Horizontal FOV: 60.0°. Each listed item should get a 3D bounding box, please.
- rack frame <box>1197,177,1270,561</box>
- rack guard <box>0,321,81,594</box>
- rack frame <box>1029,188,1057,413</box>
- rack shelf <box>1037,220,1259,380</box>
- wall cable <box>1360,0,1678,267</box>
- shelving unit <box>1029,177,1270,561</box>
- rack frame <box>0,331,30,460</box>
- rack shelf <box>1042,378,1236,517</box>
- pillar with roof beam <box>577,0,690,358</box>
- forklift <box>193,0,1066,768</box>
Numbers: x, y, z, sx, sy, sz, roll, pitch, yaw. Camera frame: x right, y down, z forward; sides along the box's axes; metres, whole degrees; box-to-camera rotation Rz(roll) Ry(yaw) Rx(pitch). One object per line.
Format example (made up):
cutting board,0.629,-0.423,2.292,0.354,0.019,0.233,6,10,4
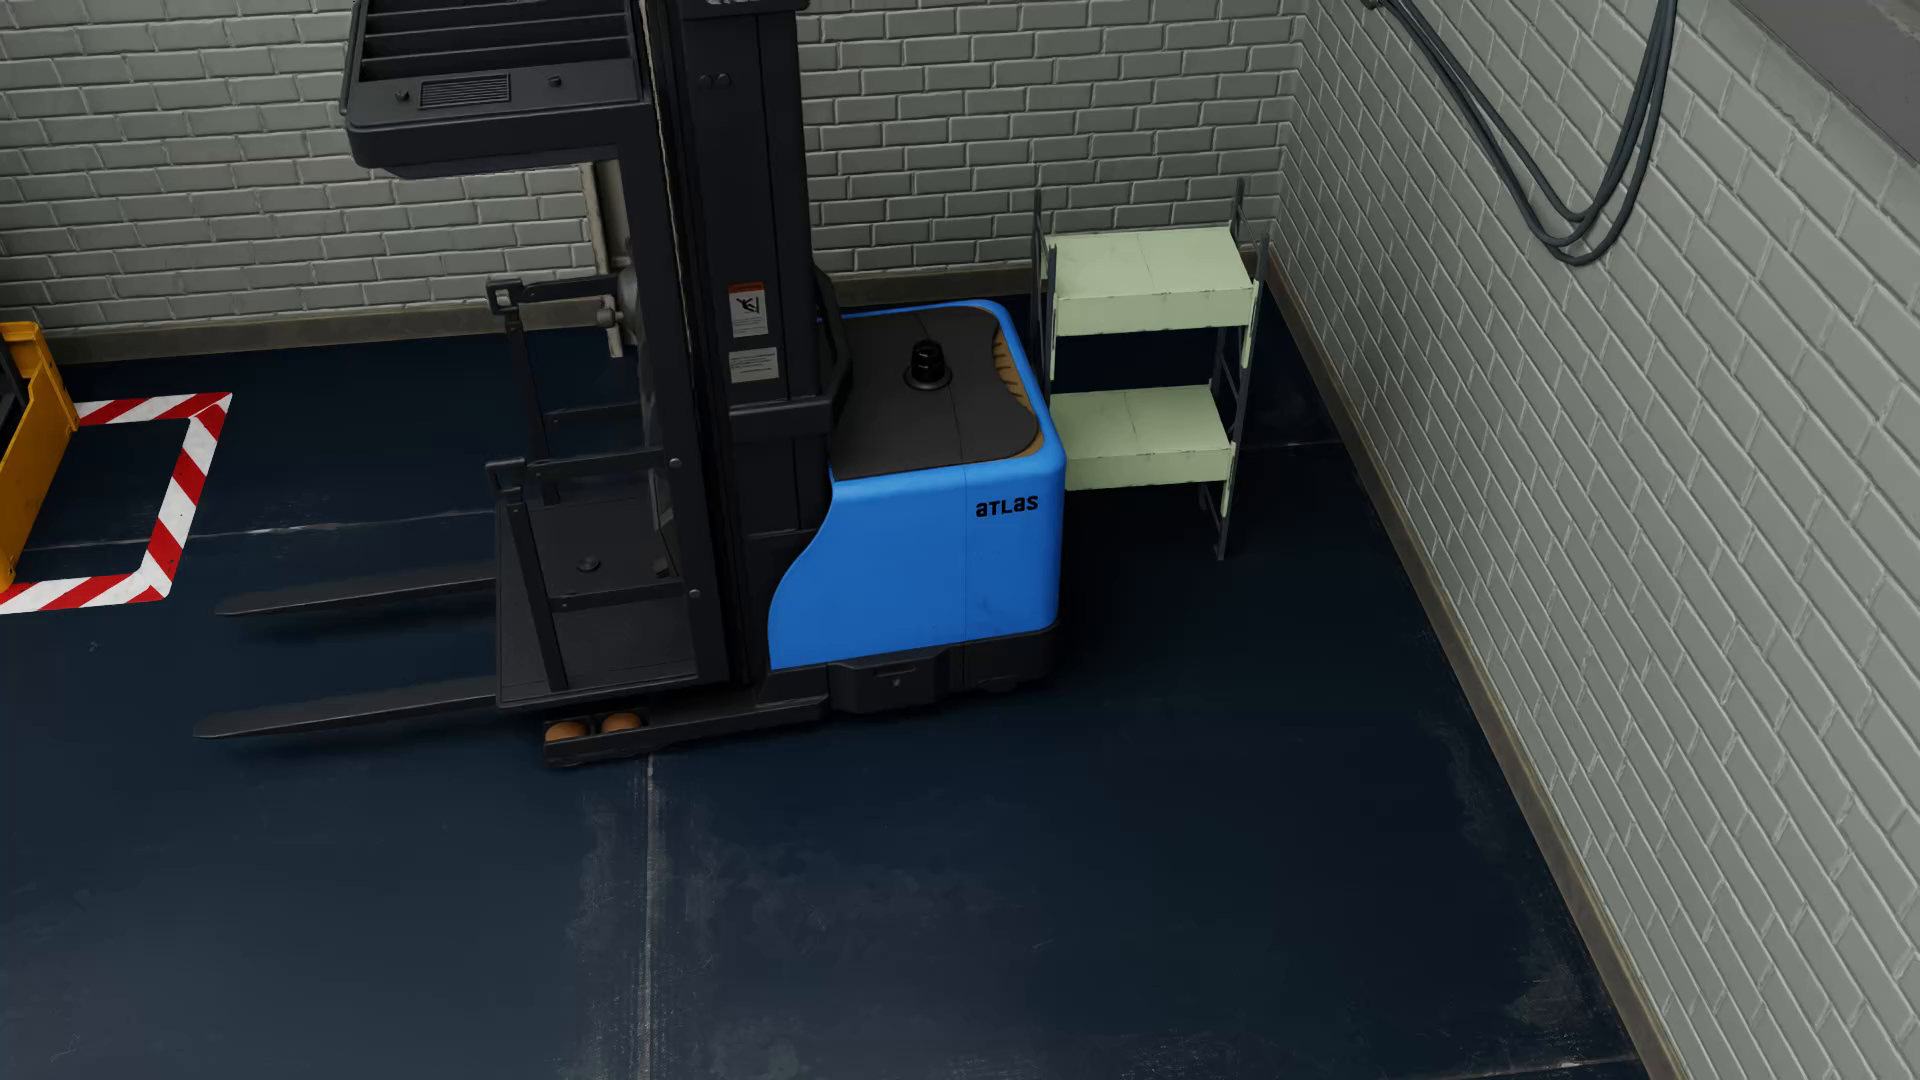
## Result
rack frame,1.023,-0.606,6.302,0.023,1.500,0.400,-4,42,-4
rack guard,-3.977,-0.341,6.755,0.348,0.500,1.175,-5,42,-6
rack frame,0.295,-0.555,6.246,0.023,1.500,0.400,-4,42,-4
rack shelf,0.659,-0.871,6.013,0.720,0.370,0.431,-4,42,-4
wall cable,1.653,-2.596,5.228,0.112,2.526,3.097,-5,42,-6
shelving unit,0.659,-0.581,6.274,0.755,1.500,0.431,-4,42,-4
rack frame,-4.001,-1.267,5.915,0.127,3.000,1.000,-5,42,-6
rack shelf,0.659,-0.339,6.492,0.720,0.370,0.431,-4,42,-4
pillar with roof beam,-0.878,-1.445,1.633,0.400,9.000,9.100,-5,42,-6
forklift,-1.204,-0.678,5.313,3.031,2.935,1.130,-8,43,-9
